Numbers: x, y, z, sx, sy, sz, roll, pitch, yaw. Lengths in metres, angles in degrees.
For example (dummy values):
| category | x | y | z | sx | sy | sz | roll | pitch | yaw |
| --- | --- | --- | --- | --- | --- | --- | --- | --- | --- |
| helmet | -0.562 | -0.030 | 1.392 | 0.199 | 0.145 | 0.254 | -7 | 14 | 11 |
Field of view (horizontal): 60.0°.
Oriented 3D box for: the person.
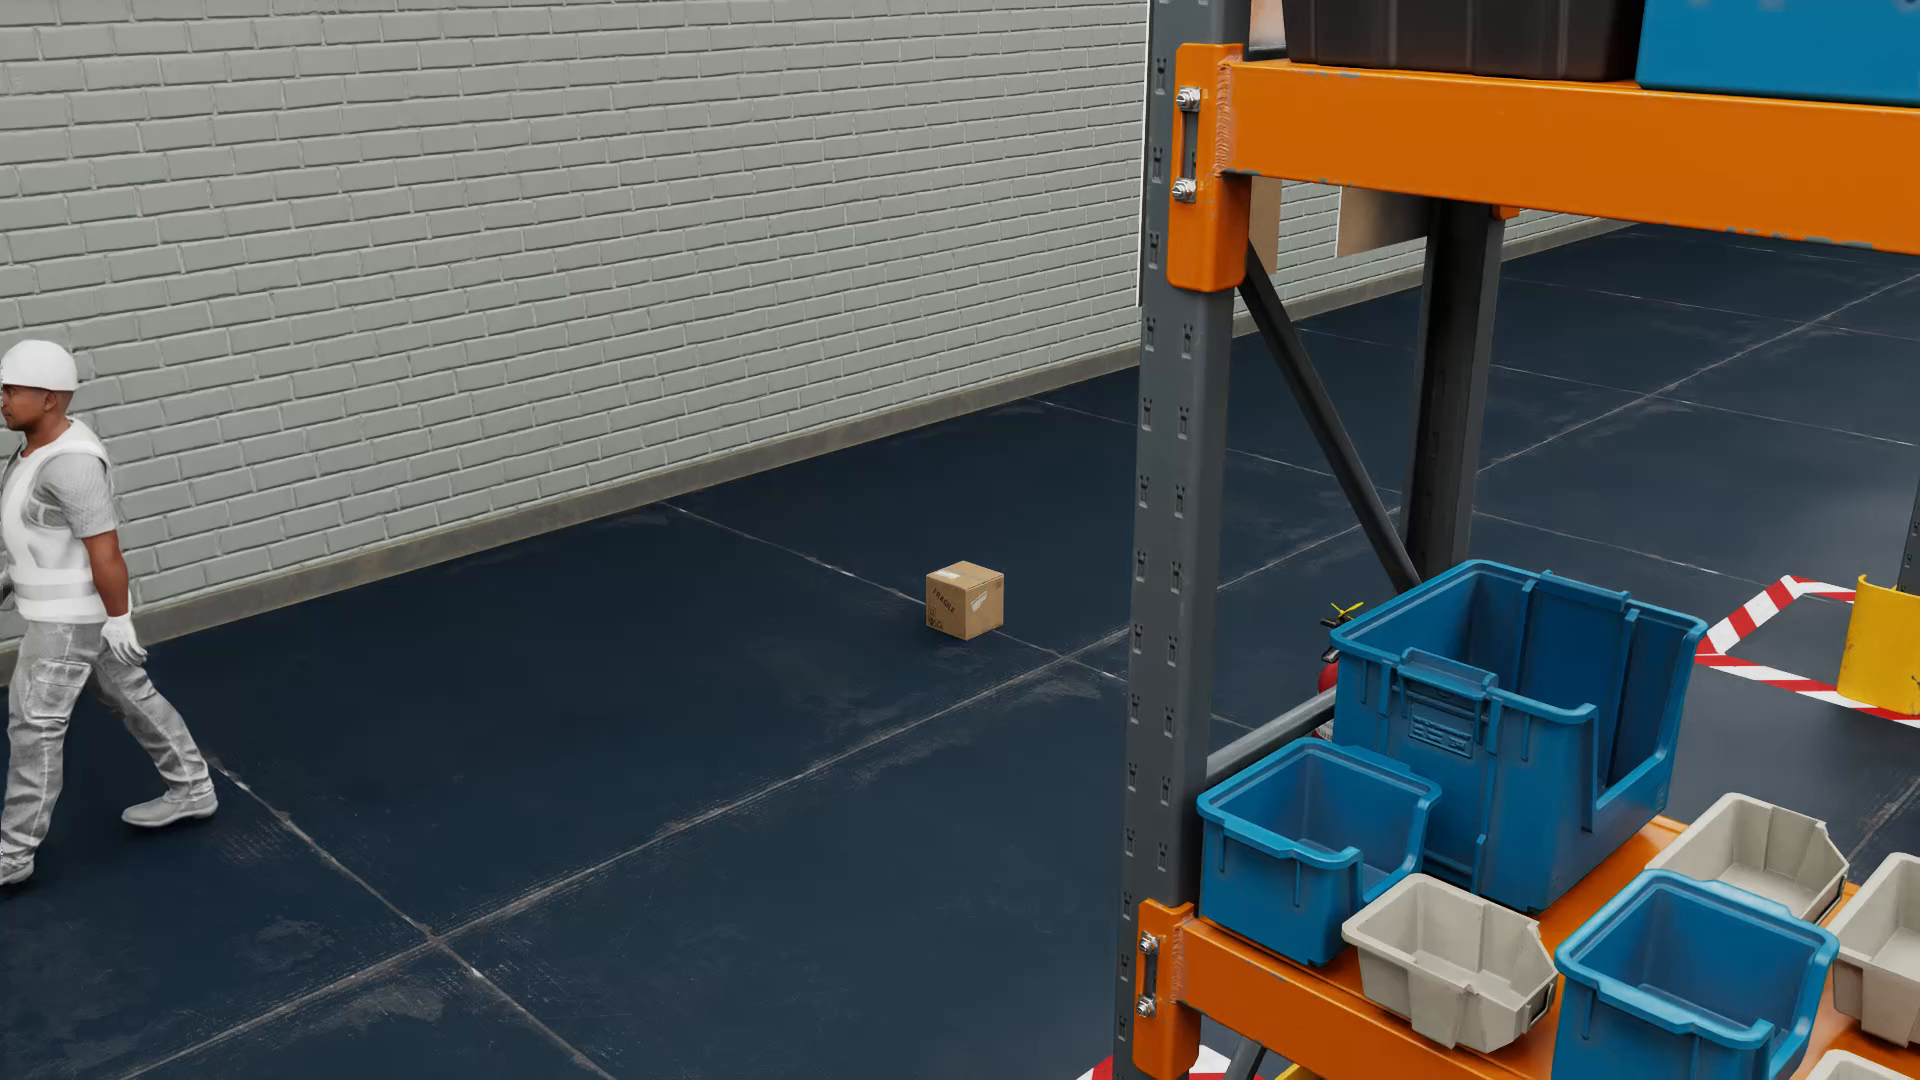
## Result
| category | x | y | z | sx | sy | sz | roll | pitch | yaw |
| --- | --- | --- | --- | --- | --- | --- | --- | --- | --- |
| person | -3.014 | 0.228 | 5.391 | 0.892 | 1.754 | 0.561 | -12 | 23 | -28 |
